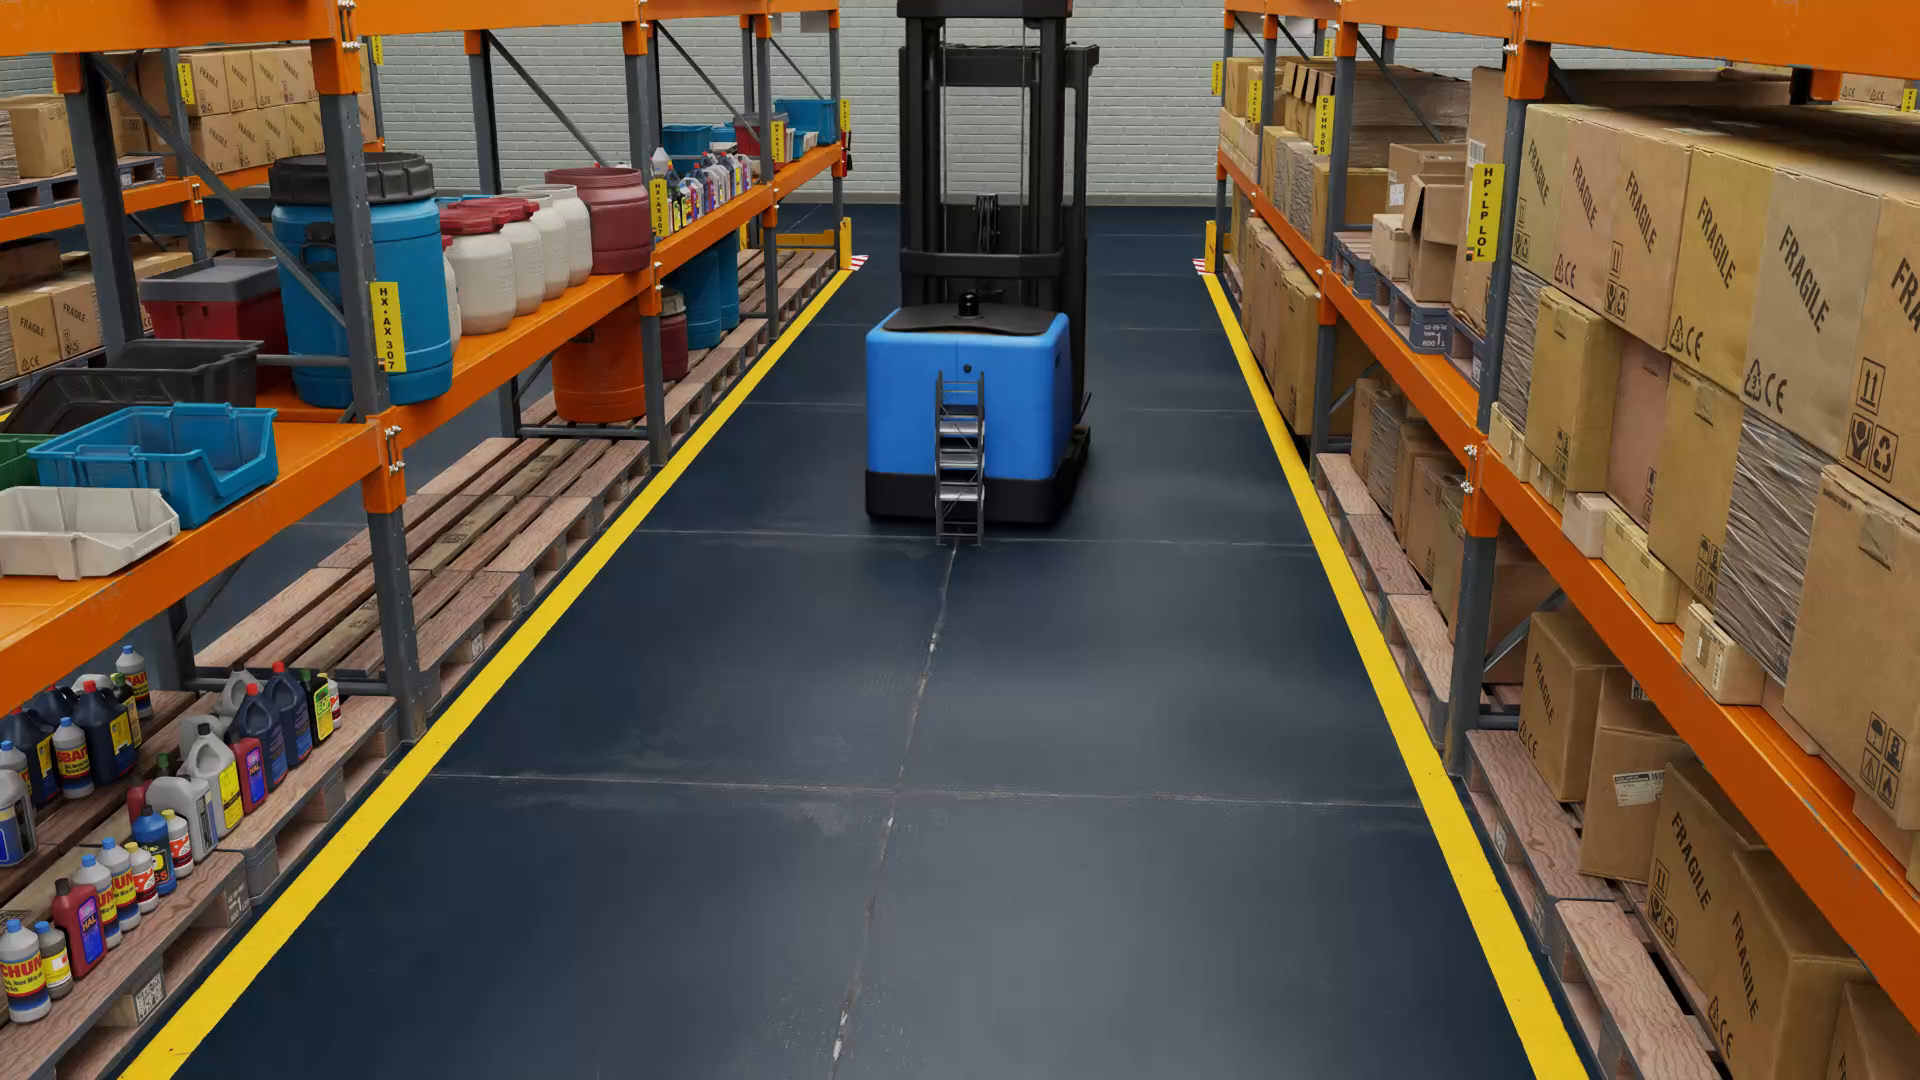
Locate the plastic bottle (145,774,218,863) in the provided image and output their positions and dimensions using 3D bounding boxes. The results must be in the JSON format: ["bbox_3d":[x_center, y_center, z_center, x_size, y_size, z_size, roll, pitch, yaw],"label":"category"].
[{"bbox_3d":[-2.425,0.849,5.183,0.152,0.276,0.135,2,18,5],"label":"plastic bottle"}]

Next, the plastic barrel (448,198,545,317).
[{"bbox_3d":[-2.243,-1.372,8.075,0.433,0.535,0.433,0,18,0],"label":"plastic barrel"}]

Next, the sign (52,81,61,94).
[{"bbox_3d":[-7.522,-3.671,13.917,0.100,0.325,0.005,1,18,4],"label":"sign"}]

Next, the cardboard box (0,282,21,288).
[{"bbox_3d":[-7.366,-1.648,12.443,0.500,0.500,0.500,1,18,2],"label":"cardboard box"}]

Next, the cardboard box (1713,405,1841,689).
[{"bbox_3d":[2.102,0.028,3.381,0.875,0.500,0.500,1,18,4],"label":"cardboard box"}]

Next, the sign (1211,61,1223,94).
[{"bbox_3d":[2.634,-4.733,17.032,0.100,0.325,0.005,1,18,4],"label":"sign"}]

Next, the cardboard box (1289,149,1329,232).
[{"bbox_3d":[2.477,-2.307,10.986,0.500,0.500,0.500,1,18,2],"label":"cardboard box"}]

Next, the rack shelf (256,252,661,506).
[{"bbox_3d":[-2.470,-0.932,8.106,1.077,0.370,4.000,1,18,4],"label":"rack shelf"}]

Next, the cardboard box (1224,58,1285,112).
[{"bbox_3d":[2.847,-4.398,16.085,0.500,0.500,0.500,1,18,3],"label":"cardboard box"}]

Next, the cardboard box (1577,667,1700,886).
[{"bbox_3d":[2.224,0.747,5.165,0.500,0.500,0.500,7,20,21],"label":"cardboard box"}]

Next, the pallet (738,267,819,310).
[{"bbox_3d":[-1.942,-2.422,15.975,1.003,0.211,1.213,1,18,4],"label":"pallet"}]

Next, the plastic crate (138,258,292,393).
[{"bbox_3d":[-2.884,-0.841,6.569,0.402,0.464,0.583,1,18,4],"label":"plastic crate"}]

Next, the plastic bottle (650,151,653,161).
[{"bbox_3d":[-2.492,-2.978,13.381,0.061,0.283,0.133,1,18,4],"label":"plastic bottle"}]

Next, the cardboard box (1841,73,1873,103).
[{"bbox_3d":[7.636,-3.862,13.647,0.500,0.500,0.500,1,18,2],"label":"cardboard box"}]

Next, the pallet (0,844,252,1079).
[{"bbox_3d":[-2.788,1.260,4.740,1.003,0.211,1.213,1,18,4],"label":"pallet"}]

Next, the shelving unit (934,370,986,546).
[{"bbox_3d":[0.001,-0.430,8.791,0.258,0.900,0.210,1,18,4],"label":"shelving unit"}]

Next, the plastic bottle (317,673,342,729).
[{"bbox_3d":[-2.329,0.587,6.101,0.097,0.201,0.097,0,18,0],"label":"plastic bottle"}]

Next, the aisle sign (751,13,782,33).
[{"bbox_3d":[-2.045,-5.644,17.156,0.394,0.787,0.004,1,18,4],"label":"aisle sign"}]

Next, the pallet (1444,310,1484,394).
[{"bbox_3d":[2.526,-0.685,6.506,1.003,0.211,1.213,1,18,4],"label":"pallet"}]

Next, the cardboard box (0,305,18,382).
[{"bbox_3d":[-6.918,-1.326,11.460,0.500,0.500,0.500,1,18,2],"label":"cardboard box"}]

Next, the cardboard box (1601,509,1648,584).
[{"bbox_3d":[1.946,0.026,4.431,0.380,0.149,0.250,1,18,4],"label":"cardboard box"}]

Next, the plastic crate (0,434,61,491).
[{"bbox_3d":[-2.993,-0.137,4.864,0.450,0.188,0.662,1,18,4],"label":"plastic crate"}]

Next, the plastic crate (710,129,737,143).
[{"bbox_3d":[-2.216,-3.757,15.745,0.416,0.233,0.300,1,18,4],"label":"plastic crate"}]

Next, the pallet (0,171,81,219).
[{"bbox_3d":[-7.133,-2.520,12.105,1.003,0.211,1.213,1,18,4],"label":"pallet"}]

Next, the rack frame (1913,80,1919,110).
[{"bbox_3d":[7.840,-2.885,12.910,1.000,3.000,0.127,1,18,4],"label":"rack frame"}]

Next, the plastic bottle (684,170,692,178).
[{"bbox_3d":[-1.961,-2.560,12.125,0.097,0.271,0.097,0,18,0],"label":"plastic bottle"}]

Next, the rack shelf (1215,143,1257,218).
[{"bbox_3d":[3.043,-3.306,15.352,1.077,0.370,4.000,1,18,4],"label":"rack shelf"}]

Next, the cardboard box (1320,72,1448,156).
[{"bbox_3d":[2.731,-2.738,10.690,0.797,0.503,0.637,2,18,5],"label":"cardboard box"}]

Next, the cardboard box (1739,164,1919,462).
[{"bbox_3d":[1.901,-0.451,3.239,0.500,0.500,0.500,1,18,4],"label":"cardboard box"}]

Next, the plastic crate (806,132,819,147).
[{"bbox_3d":[-1.631,-4.026,16.719,0.396,0.136,0.243,1,18,4],"label":"plastic crate"}]

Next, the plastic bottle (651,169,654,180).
[{"bbox_3d":[-2.368,-2.652,12.400,0.152,0.276,0.135,1,18,4],"label":"plastic bottle"}]

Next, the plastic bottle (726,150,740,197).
[{"bbox_3d":[-1.780,-2.821,12.796,0.144,0.351,0.185,1,18,4],"label":"plastic bottle"}]

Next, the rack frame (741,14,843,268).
[{"bbox_3d":[-1.754,-4.380,17.473,1.000,3.000,0.127,1,18,4],"label":"rack frame"}]

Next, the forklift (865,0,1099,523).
[{"bbox_3d":[0.233,-1.903,10.024,1.130,2.935,3.031,3,18,9],"label":"forklift"}]

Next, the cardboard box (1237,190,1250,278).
[{"bbox_3d":[3.155,-2.976,15.926,0.875,0.875,0.875,1,18,4],"label":"cardboard box"}]

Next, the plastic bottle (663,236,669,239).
[{"bbox_3d":[-1.905,-2.068,10.605,0.061,0.283,0.133,1,18,4],"label":"plastic bottle"}]

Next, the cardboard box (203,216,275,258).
[{"bbox_3d":[-6.851,-2.856,16.124,0.797,0.503,0.637,1,18,4],"label":"cardboard box"}]

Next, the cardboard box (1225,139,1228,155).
[{"bbox_3d":[2.780,-3.807,16.127,0.380,0.149,0.250,1,18,3],"label":"cardboard box"}]

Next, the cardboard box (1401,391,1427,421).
[{"bbox_3d":[2.567,-0.789,8.616,0.500,0.250,0.500,3,18,10],"label":"cardboard box"}]

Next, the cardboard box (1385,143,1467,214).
[{"bbox_3d":[2.614,-1.863,8.957,0.500,0.500,0.500,-1,18,-3],"label":"cardboard box"}]

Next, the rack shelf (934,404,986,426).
[{"bbox_3d":[0.001,-0.655,8.717,0.258,0.077,0.200,1,18,4],"label":"rack shelf"}]

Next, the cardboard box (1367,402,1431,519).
[{"bbox_3d":[2.558,-0.425,8.710,0.700,0.500,0.500,0,18,-1],"label":"cardboard box"}]

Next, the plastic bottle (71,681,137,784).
[{"bbox_3d":[-2.942,0.641,5.696,0.144,0.351,0.185,1,18,4],"label":"plastic bottle"}]

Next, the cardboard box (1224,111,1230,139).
[{"bbox_3d":[2.852,-4.035,16.183,0.500,0.250,0.500,1,18,3],"label":"cardboard box"}]

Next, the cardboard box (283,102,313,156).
[{"bbox_3d":[-6.566,-3.922,15.913,0.500,0.500,0.500,1,18,3],"label":"cardboard box"}]

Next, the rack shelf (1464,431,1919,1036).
[{"bbox_3d":[2.183,0.421,3.978,1.077,0.370,4.000,1,18,4],"label":"rack shelf"}]

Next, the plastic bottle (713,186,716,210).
[{"bbox_3d":[-1.816,-2.493,12.033,0.097,0.201,0.097,0,18,0],"label":"plastic bottle"}]

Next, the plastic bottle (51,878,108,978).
[{"bbox_3d":[-2.425,1.045,4.572,0.061,0.283,0.133,2,18,5],"label":"plastic bottle"}]

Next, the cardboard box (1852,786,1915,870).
[{"bbox_3d":[1.873,0.492,3.007,0.380,0.149,0.250,1,18,4],"label":"cardboard box"}]

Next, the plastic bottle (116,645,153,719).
[{"bbox_3d":[-3.074,0.524,6.183,0.097,0.271,0.097,0,18,0],"label":"plastic bottle"}]

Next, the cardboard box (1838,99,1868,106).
[{"bbox_3d":[7.631,-3.392,13.818,0.500,0.500,0.500,1,18,2],"label":"cardboard box"}]

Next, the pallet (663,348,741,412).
[{"bbox_3d":[-2.222,-1.194,12.228,1.003,0.211,1.213,1,18,4],"label":"pallet"}]

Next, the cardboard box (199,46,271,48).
[{"bbox_3d":[-7.059,-4.565,16.270,0.500,0.500,0.500,2,18,5],"label":"cardboard box"}]

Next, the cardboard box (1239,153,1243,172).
[{"bbox_3d":[2.668,-3.329,14.670,0.380,0.149,0.250,2,18,5],"label":"cardboard box"}]

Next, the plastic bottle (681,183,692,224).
[{"bbox_3d":[-1.872,-2.284,11.282,0.097,0.271,0.097,0,18,0],"label":"plastic bottle"}]
